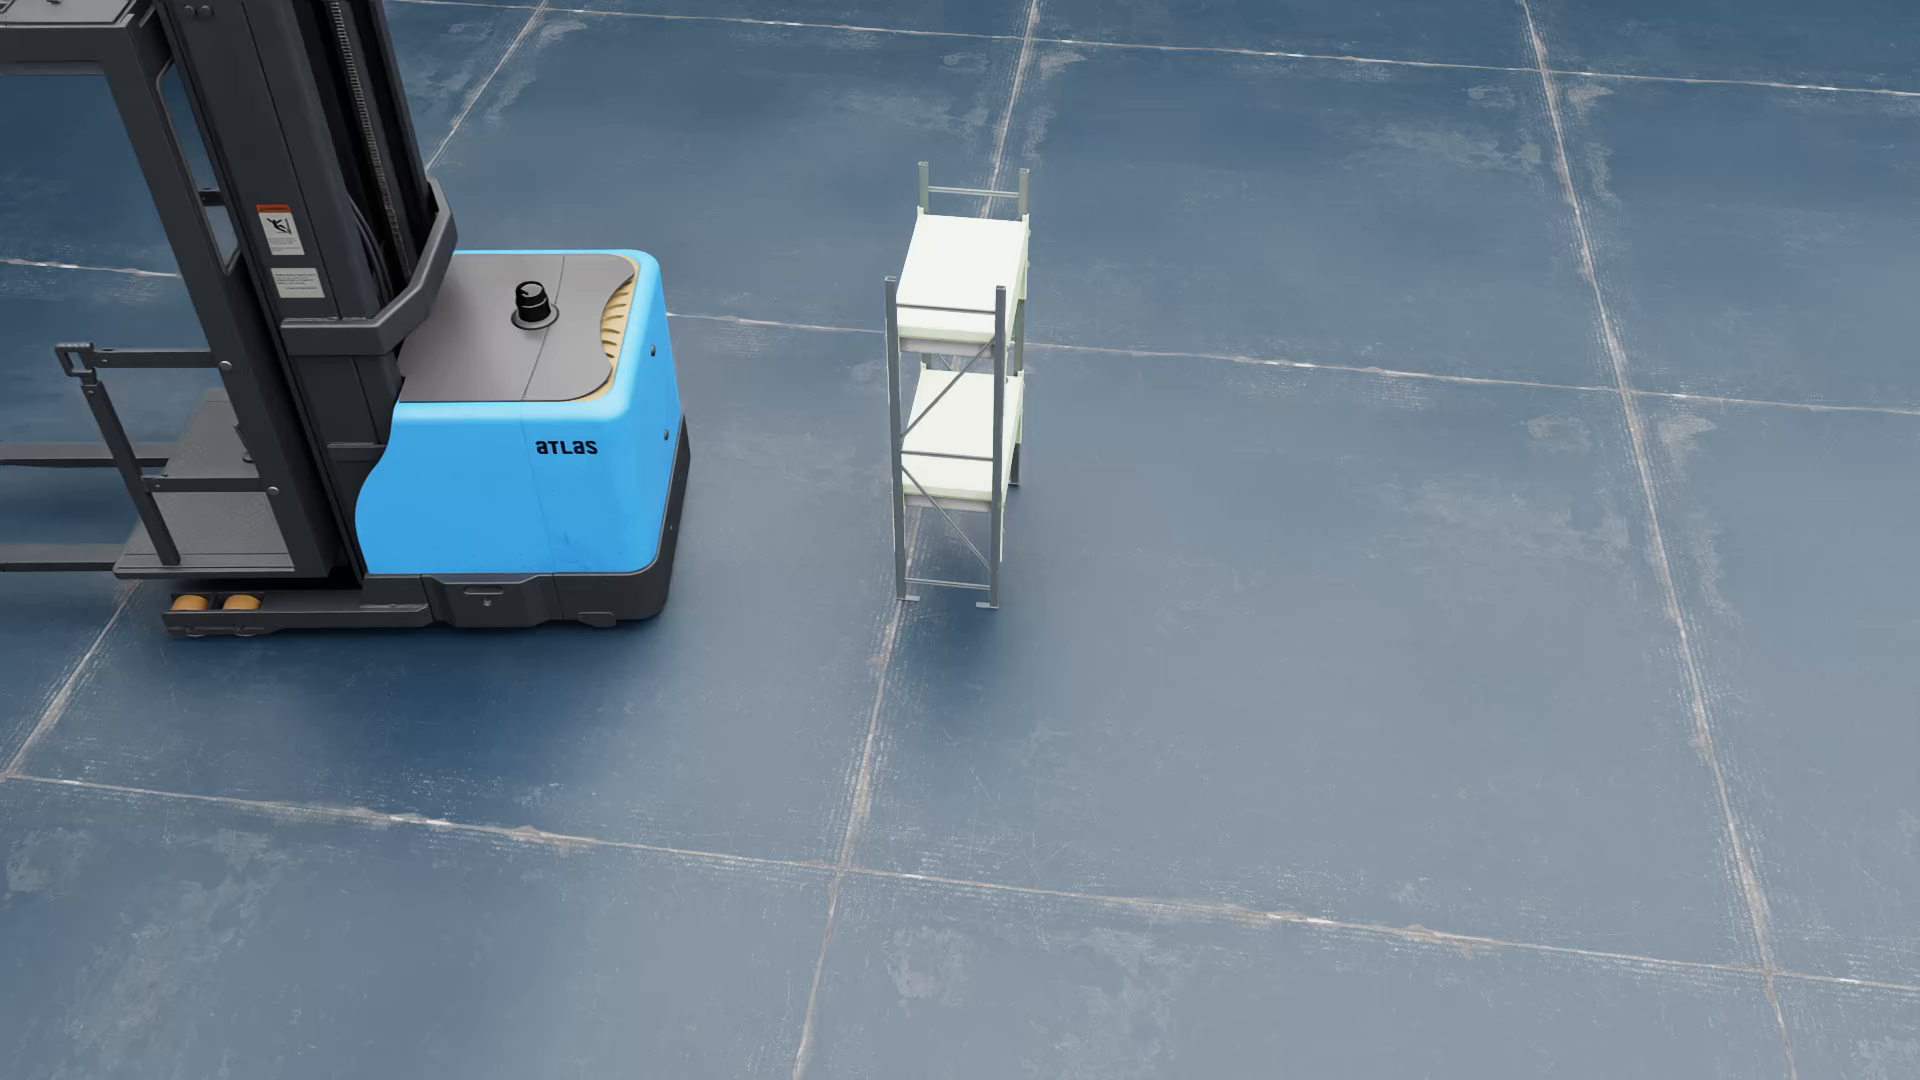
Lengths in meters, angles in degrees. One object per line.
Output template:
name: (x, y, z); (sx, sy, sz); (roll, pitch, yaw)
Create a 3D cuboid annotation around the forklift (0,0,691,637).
forklift: (-2.647, -1.061, 5.739); (3.031, 2.935, 1.130); (0, 43, 0)

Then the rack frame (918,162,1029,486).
rack frame: (0.049, -0.799, 6.503); (0.400, 1.500, 0.023); (5, 44, 6)

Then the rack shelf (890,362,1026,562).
rack shelf: (0.001, -0.312, 6.463); (0.431, 0.370, 0.720); (5, 44, 6)

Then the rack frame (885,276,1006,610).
rack frame: (-0.048, -0.300, 5.976); (0.400, 1.500, 0.023); (5, 44, 6)

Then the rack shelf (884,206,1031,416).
rack shelf: (0.001, -0.833, 5.971); (0.431, 0.370, 0.720); (5, 44, 6)

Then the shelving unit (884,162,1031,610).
shelving unit: (0.001, -0.549, 6.239); (0.431, 1.500, 0.755); (5, 44, 6)
